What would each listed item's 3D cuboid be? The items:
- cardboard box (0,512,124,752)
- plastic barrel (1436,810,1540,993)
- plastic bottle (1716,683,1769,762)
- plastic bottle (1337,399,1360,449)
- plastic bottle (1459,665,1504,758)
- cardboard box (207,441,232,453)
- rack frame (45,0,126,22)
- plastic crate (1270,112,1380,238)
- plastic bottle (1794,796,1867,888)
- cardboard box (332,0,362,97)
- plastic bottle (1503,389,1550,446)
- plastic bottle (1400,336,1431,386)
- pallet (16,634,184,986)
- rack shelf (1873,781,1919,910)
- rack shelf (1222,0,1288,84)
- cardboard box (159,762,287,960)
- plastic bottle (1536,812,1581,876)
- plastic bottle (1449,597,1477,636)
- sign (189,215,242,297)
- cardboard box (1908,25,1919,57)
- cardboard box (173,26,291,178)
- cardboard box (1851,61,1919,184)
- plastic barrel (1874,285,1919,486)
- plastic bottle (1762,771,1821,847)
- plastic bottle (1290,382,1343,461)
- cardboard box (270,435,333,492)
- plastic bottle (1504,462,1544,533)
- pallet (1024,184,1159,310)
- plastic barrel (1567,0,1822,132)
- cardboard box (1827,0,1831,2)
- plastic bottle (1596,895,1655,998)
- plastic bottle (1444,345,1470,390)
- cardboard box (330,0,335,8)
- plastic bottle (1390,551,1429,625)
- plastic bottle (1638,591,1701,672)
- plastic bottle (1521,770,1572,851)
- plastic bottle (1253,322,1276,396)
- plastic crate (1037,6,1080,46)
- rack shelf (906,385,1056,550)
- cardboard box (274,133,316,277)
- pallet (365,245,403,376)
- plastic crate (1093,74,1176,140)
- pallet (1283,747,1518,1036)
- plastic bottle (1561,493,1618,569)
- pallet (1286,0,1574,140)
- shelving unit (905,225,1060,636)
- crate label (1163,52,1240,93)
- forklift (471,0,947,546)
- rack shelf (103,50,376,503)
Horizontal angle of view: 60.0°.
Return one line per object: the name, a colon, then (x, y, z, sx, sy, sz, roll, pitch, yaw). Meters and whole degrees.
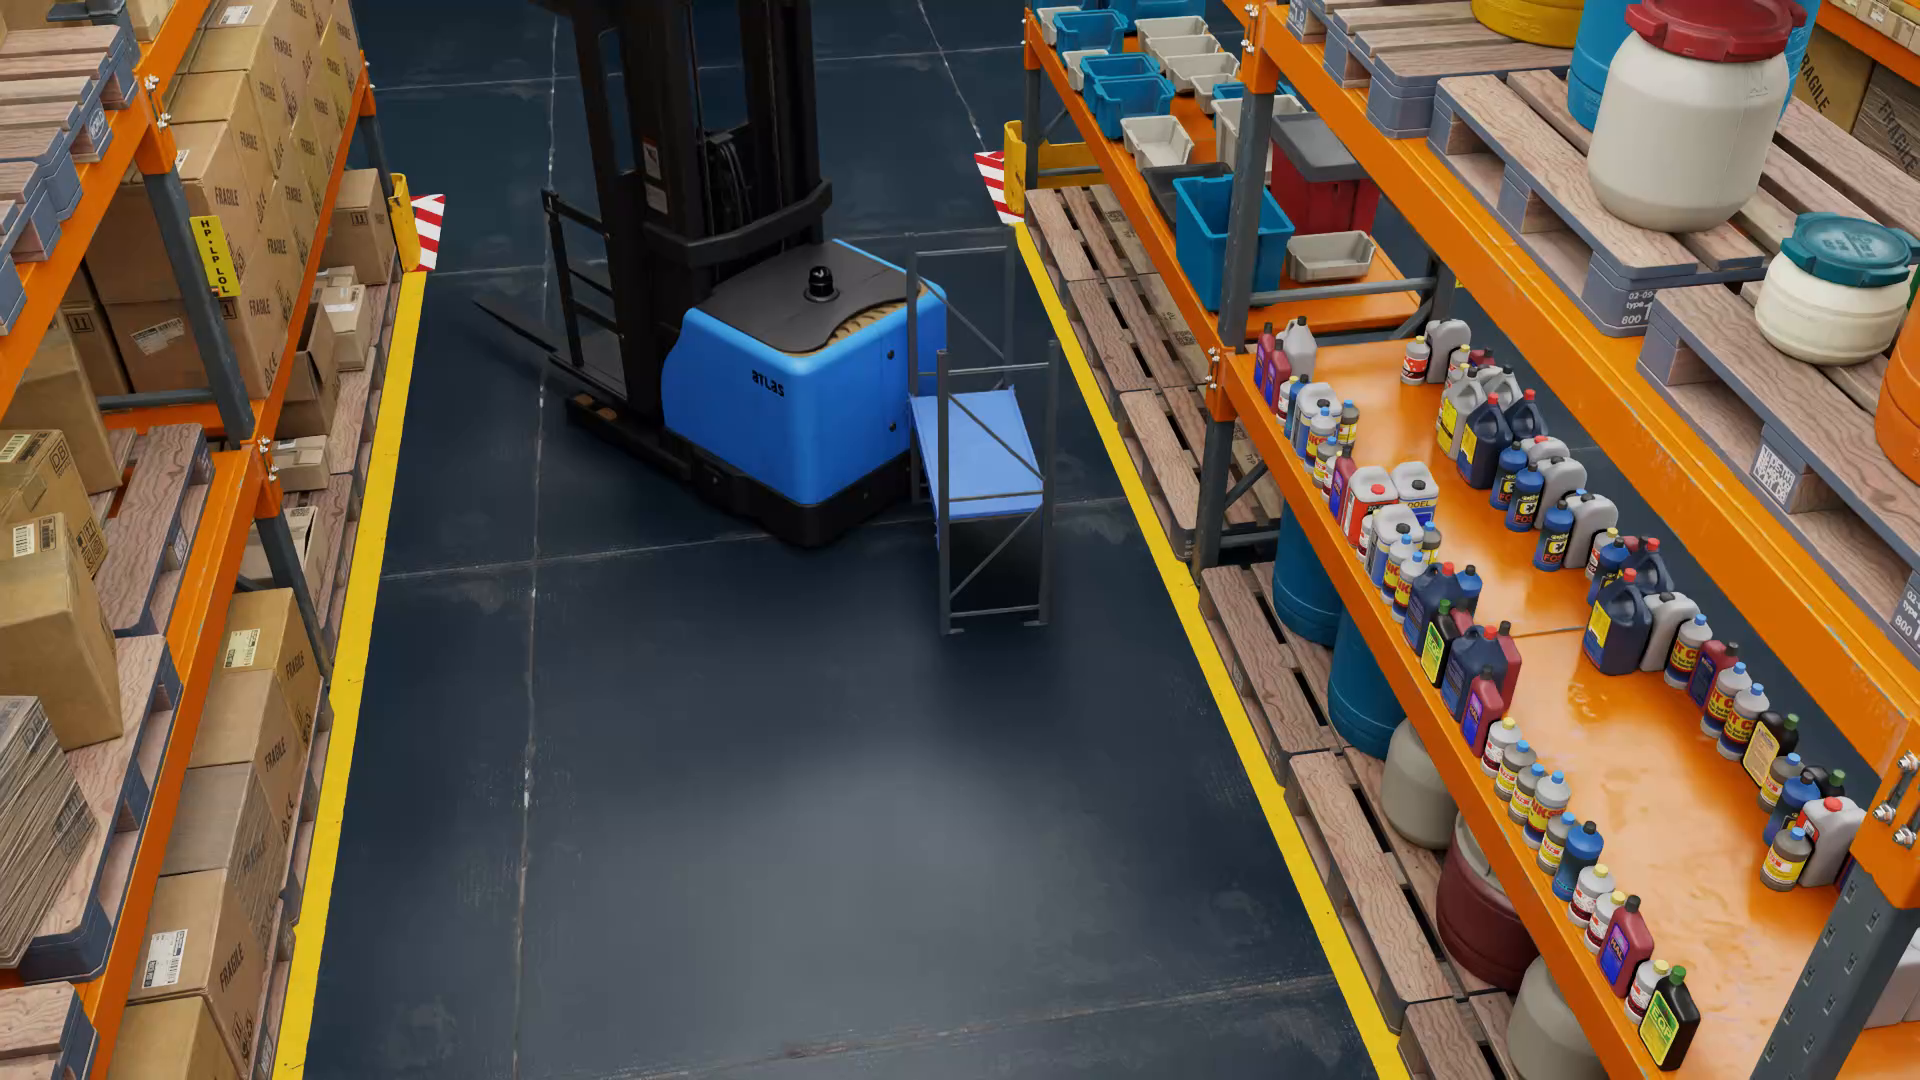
cardboard box: (-2.903, 0.337, 4.847, 0.700, 0.500, 0.500, -16, 41, -19)
plastic barrel: (2.005, 1.178, 5.812, 0.600, 0.588, 0.708, -6, 38, -8)
plastic bottle: (2.409, 0.550, 5.102, 0.097, 0.271, 0.097, 0, 38, 0)
plastic bottle: (1.494, -0.453, 6.450, 0.097, 0.201, 0.097, 0, 38, 0)
plastic bottle: (1.614, 0.525, 5.125, 0.061, 0.283, 0.133, -6, 38, -8)
cardboard box: (-3.784, -0.397, 8.049, 0.500, 0.311, 0.500, -6, 38, -8)
rack frame: (-3.273, -2.887, 4.531, 1.000, 3.000, 0.127, -6, 38, -8)
plastic crate: (1.694, -1.664, 7.746, 0.402, 0.464, 0.583, -6, 38, -8)
plastic bottle: (2.466, 0.841, 4.724, 0.152, 0.276, 0.135, -6, 38, -8)
cardboard box: (-3.628, -2.732, 9.141, 0.500, 0.500, 0.500, -5, 38, -7)
plastic bottle: (2.120, -0.398, 6.257, 0.144, 0.351, 0.185, -6, 38, -8)
plastic bottle: (1.872, -0.742, 6.822, 0.097, 0.201, 0.097, 0, 38, 0)
pallet: (-2.918, 0.800, 4.832, 1.003, 0.211, 1.213, -6, 38, -8)
rack shelf: (2.656, 1.675, 1.690, 1.077, 0.370, 4.000, -6, 38, -8)
rack shelf: (1.253, -3.157, 7.910, 1.077, 0.370, 4.000, -6, 38, -8)
cardboard box: (-2.739, 1.165, 5.884, 0.500, 0.500, 0.500, -6, 38, -7)
plastic bottle: (1.720, 0.860, 4.760, 0.097, 0.201, 0.097, 0, 38, 0)
plastic bottle: (1.618, 0.326, 5.381, 0.061, 0.283, 0.133, -6, 38, -8)
sign: (-2.728, -1.037, 6.096, 0.100, 0.325, 0.005, -6, 38, -8)
cardboard box: (5.744, -2.872, 9.606, 0.380, 0.149, 0.250, -7, 38, -8)
cardboard box: (-3.260, -1.889, 7.241, 0.500, 0.500, 0.500, -7, 38, -9)
cardboard box: (6.129, -2.397, 10.179, 0.875, 0.875, 0.875, -6, 38, -8)
plastic barrel: (2.209, -0.496, 3.206, 0.600, 0.830, 0.708, -6, 38, -8)
plastic bottle: (2.413, 0.776, 4.811, 0.097, 0.271, 0.097, 0, 38, 0)
plastic bottle: (1.374, -0.458, 6.396, 0.152, 0.276, 0.135, -6, 38, -8)
cardboard box: (-3.295, -0.371, 8.134, 0.380, 0.166, 0.250, -6, 38, -8)
plastic bottle: (2.048, -0.163, 6.020, 0.097, 0.271, 0.097, 0, 38, 0)
pallet: (1.009, -1.861, 10.374, 1.003, 0.211, 1.213, -6, 38, -8)
plastic barrel: (2.054, -1.583, 4.546, 0.600, 0.901, 0.708, -6, 38, -8)
cardboard box: (5.563, -3.493, 10.406, 0.380, 0.149, 0.250, -7, 38, -9)
plastic bottle: (1.774, 1.076, 4.416, 0.061, 0.283, 0.133, -6, 38, -8)
plastic bottle: (2.039, -0.700, 6.768, 0.097, 0.201, 0.097, 0, 38, 0)
cardboard box: (-3.626, -3.129, 8.836, 0.500, 0.500, 0.500, -7, 38, -8)
plastic bottle: (1.523, 0.154, 5.612, 0.097, 0.271, 0.097, 0, 38, 0)
plastic bottle: (2.304, 0.283, 5.442, 0.152, 0.276, 0.135, -6, 38, -8)
plastic bottle: (1.703, 0.774, 4.814, 0.097, 0.271, 0.097, 0, 38, 0)
plastic bottle: (1.248, -0.735, 6.746, 0.061, 0.283, 0.133, -6, 38, -8)
plastic crate: (0.597, -2.997, 9.729, 0.250, 0.136, 0.298, -6, 38, -8)
rack shelf: (0.080, -0.353, 7.675, 0.538, 0.185, 1.000, -5, 38, -7)
cardboard box: (-3.273, -1.506, 7.562, 0.500, 0.500, 0.500, -6, 38, -8)
pallet: (-3.821, -1.306, 9.659, 1.003, 0.211, 1.213, -6, 38, -8)
plastic crate: (0.905, -2.261, 8.703, 0.416, 0.233, 0.300, -6, 38, -8)
pallet: (1.915, 1.261, 6.354, 1.003, 0.211, 1.213, -6, 38, -8)
plastic bottle: (2.208, -0.050, 5.870, 0.152, 0.276, 0.135, -6, 38, -8)
pallet: (1.838, -1.696, 5.597, 1.213, 0.211, 1.003, -6, 38, -8)
shelving unit: (0.080, -0.495, 7.564, 0.538, 1.500, 1.048, -5, 38, -7)
crate label: (1.333, -2.569, 9.178, 0.396, 0.136, 0.243, -6, 38, -8)
forklift: (-1.478, -1.906, 8.214, 3.031, 2.935, 1.130, 29, 46, 32)
rack shelf: (-3.624, -1.442, 8.148, 1.077, 0.370, 4.000, -6, 38, -8)
